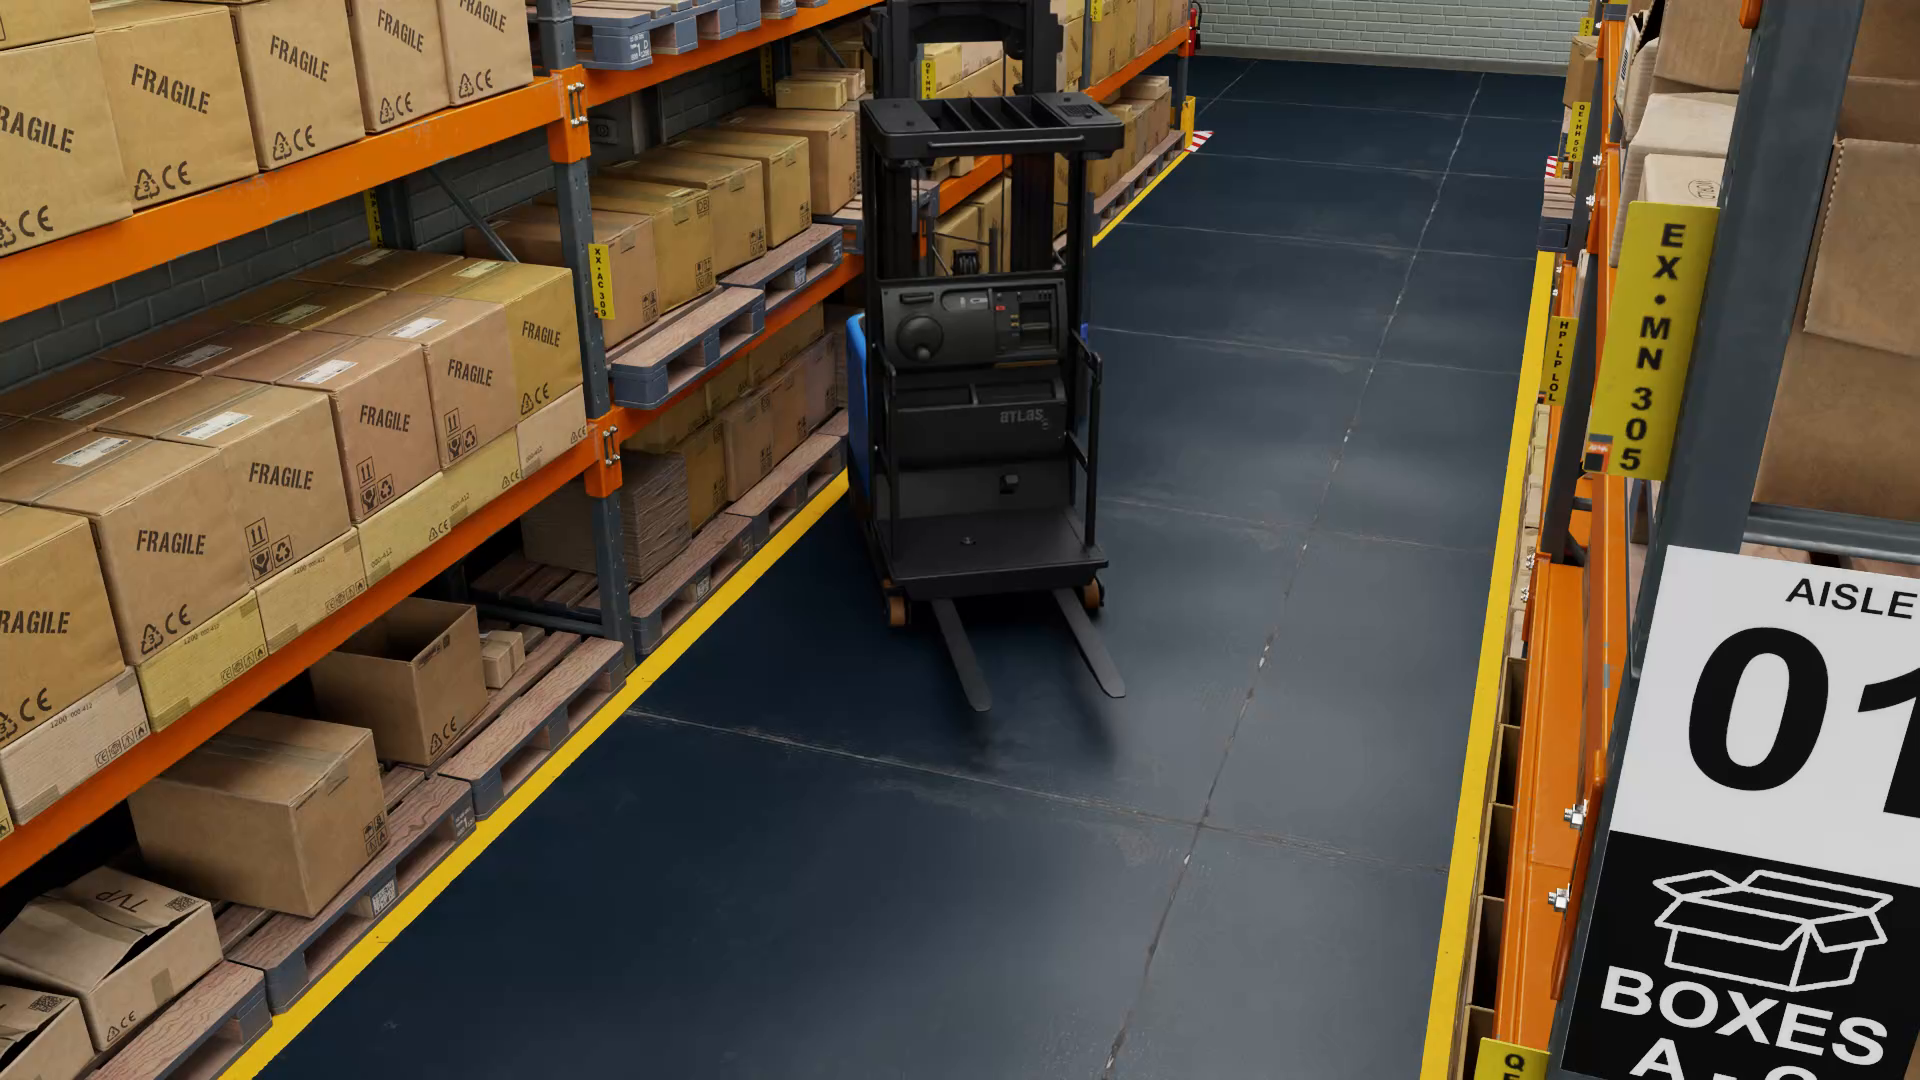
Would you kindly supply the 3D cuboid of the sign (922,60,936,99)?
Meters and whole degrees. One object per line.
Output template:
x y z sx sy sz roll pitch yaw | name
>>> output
-0.199 -2.840 10.436 0.100 0.325 0.005 9 27 17 | sign

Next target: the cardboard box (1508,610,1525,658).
2.492 0.519 6.765 0.500 0.311 0.500 9 27 17 | cardboard box

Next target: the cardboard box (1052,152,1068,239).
0.524 -3.009 14.007 0.750 0.750 0.750 9 27 18 | cardboard box

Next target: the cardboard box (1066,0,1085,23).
0.703 -4.369 13.493 0.500 0.250 0.500 9 27 19 | cardboard box

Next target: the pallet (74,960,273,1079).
-3.047 1.753 5.386 1.003 0.211 1.213 9 27 17 | pallet

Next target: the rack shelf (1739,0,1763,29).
1.962 -1.443 3.189 1.077 0.370 4.000 9 27 17 | rack shelf

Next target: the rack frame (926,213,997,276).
0.006 -1.176 9.958 0.500 1.500 0.032 18 31 33 | rack frame

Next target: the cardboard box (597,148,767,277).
-1.461 -1.736 8.775 0.700 0.500 0.500 13 29 24 | cardboard box

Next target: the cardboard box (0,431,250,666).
-2.582 0.014 5.069 0.500 0.500 0.500 8 27 16 | cardboard box

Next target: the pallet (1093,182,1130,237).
0.944 -3.119 15.450 1.003 0.211 1.213 9 27 17 | pallet

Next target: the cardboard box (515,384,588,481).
-1.917 -0.488 6.966 0.500 0.250 0.500 9 27 18 | cardboard box

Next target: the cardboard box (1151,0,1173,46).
1.557 -5.340 16.493 0.980 0.700 0.700 9 27 17 | cardboard box

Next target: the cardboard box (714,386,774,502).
-1.483 -0.587 9.383 0.700 0.500 0.500 9 27 18 | cardboard box

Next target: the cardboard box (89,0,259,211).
-2.489 -1.300 4.913 0.500 0.500 0.500 10 28 21 | cardboard box

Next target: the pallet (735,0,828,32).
-1.397 -2.716 8.191 1.213 0.211 1.003 9 27 17 | pallet

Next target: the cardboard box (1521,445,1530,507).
3.341 -0.285 9.069 0.500 0.250 0.500 8 27 16 | cardboard box

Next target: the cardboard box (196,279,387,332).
-2.574 -0.690 6.521 0.500 0.500 0.500 9 27 17 | cardboard box

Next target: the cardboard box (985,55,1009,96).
0.039 -3.197 11.933 0.500 0.500 0.500 9 27 17 | cardboard box

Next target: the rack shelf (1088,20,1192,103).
1.283 -4.571 16.075 1.077 0.370 4.000 9 27 17 | rack shelf

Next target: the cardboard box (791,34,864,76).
-0.807 -3.179 11.034 0.500 0.250 0.500 10 27 19 | cardboard box

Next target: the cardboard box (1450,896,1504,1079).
1.681 1.404 4.720 0.500 0.500 0.500 9 27 17 | cardboard box

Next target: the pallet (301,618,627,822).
-2.235 0.751 7.457 1.003 0.211 1.213 9 27 17 | pallet

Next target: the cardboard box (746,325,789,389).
-1.319 -1.099 9.581 0.500 0.250 0.500 9 27 17 | cardboard box

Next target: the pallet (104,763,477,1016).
-2.639 1.254 6.418 1.003 0.211 1.213 9 27 17 | pallet

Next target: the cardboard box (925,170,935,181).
-0.386 -2.427 11.086 0.380 0.149 0.250 8 27 17 | cardboard box

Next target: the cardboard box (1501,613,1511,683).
2.663 0.560 7.325 0.500 0.250 0.500 8 27 17 | cardboard box

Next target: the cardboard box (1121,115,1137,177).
1.306 -3.846 16.138 0.700 0.500 0.500 9 27 19 | cardboard box

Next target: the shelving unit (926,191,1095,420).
0.313 -1.353 10.323 0.538 1.500 1.048 18 31 33 | shelving unit

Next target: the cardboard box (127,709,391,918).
-2.580 0.986 6.136 0.700 0.500 0.500 7 27 14 | cardboard box

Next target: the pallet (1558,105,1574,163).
4.921 -2.957 12.136 1.003 0.211 1.213 9 27 17 | pallet

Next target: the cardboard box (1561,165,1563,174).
6.006 -3.573 15.837 0.500 0.250 0.500 9 27 17 | cardboard box

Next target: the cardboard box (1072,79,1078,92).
0.772 -3.789 13.899 0.380 0.149 0.250 9 27 18 | cardboard box

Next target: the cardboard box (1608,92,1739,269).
1.616 -0.727 3.327 0.500 0.311 0.500 12 28 23 | cardboard box

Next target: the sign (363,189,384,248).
-2.569 -1.386 7.341 0.100 0.325 0.005 9 27 17 | sign

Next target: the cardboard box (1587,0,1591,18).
6.225 -4.901 15.815 0.500 0.500 0.500 9 27 19 | cardboard box

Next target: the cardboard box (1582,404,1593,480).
2.747 -0.396 6.780 0.396 0.266 0.258 8 27 16 | cardboard box

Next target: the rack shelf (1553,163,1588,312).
4.624 -2.211 11.199 1.077 0.370 4.000 9 27 17 | rack shelf

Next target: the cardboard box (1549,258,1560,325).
4.390 -1.633 11.544 0.500 0.500 0.500 8 27 15 | cardboard box

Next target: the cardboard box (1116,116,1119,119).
1.249 -3.836 15.372 0.380 0.149 0.250 10 27 19 | cardboard box

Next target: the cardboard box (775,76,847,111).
-0.893 -2.684 9.987 0.380 0.149 0.250 4 26 9 | cardboard box

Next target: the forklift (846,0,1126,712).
0.117 -1.051 8.058 1.130 2.935 3.031 -5 26 -10 | forklift

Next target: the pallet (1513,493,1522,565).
3.648 -0.125 9.265 1.003 0.211 1.213 9 27 17 | pallet

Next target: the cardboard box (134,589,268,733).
-2.580 0.338 5.258 0.500 0.250 0.500 8 27 17 | cardboard box

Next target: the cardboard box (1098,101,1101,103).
1.158 -4.226 16.178 0.380 0.149 0.250 8 27 17 | cardboard box

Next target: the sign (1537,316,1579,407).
2.113 -0.629 5.869 0.100 0.325 0.005 9 27 17 | sign

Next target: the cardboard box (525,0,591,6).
-1.787 -2.583 7.103 0.500 0.500 0.500 13 29 25 | cardboard box

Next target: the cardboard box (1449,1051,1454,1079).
1.684 1.742 4.883 0.500 0.250 0.500 9 27 17 | cardboard box

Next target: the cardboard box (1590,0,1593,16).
5.719 -4.721 14.297 0.500 0.500 0.500 8 27 17 | cardboard box

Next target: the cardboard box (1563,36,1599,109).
4.921 -3.428 12.291 0.700 0.500 0.500 0 26 0 | cardboard box

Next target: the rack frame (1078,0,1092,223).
0.617 -4.073 14.220 1.000 3.000 0.127 9 27 17 | rack frame

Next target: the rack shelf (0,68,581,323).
-2.710 -0.990 5.236 1.077 0.370 4.000 9 27 17 | rack shelf

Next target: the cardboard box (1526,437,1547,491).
3.169 -0.317 8.493 0.500 0.311 0.500 8 27 16 | cardboard box

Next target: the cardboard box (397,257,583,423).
-1.910 -0.825 6.801 0.500 0.500 0.500 9 27 17 | cardboard box

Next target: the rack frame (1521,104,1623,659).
2.628 -0.069 5.950 1.000 3.000 0.127 9 27 17 | rack frame

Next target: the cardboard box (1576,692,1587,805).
2.146 0.493 4.675 0.700 0.500 0.500 9 27 18 | cardboard box
